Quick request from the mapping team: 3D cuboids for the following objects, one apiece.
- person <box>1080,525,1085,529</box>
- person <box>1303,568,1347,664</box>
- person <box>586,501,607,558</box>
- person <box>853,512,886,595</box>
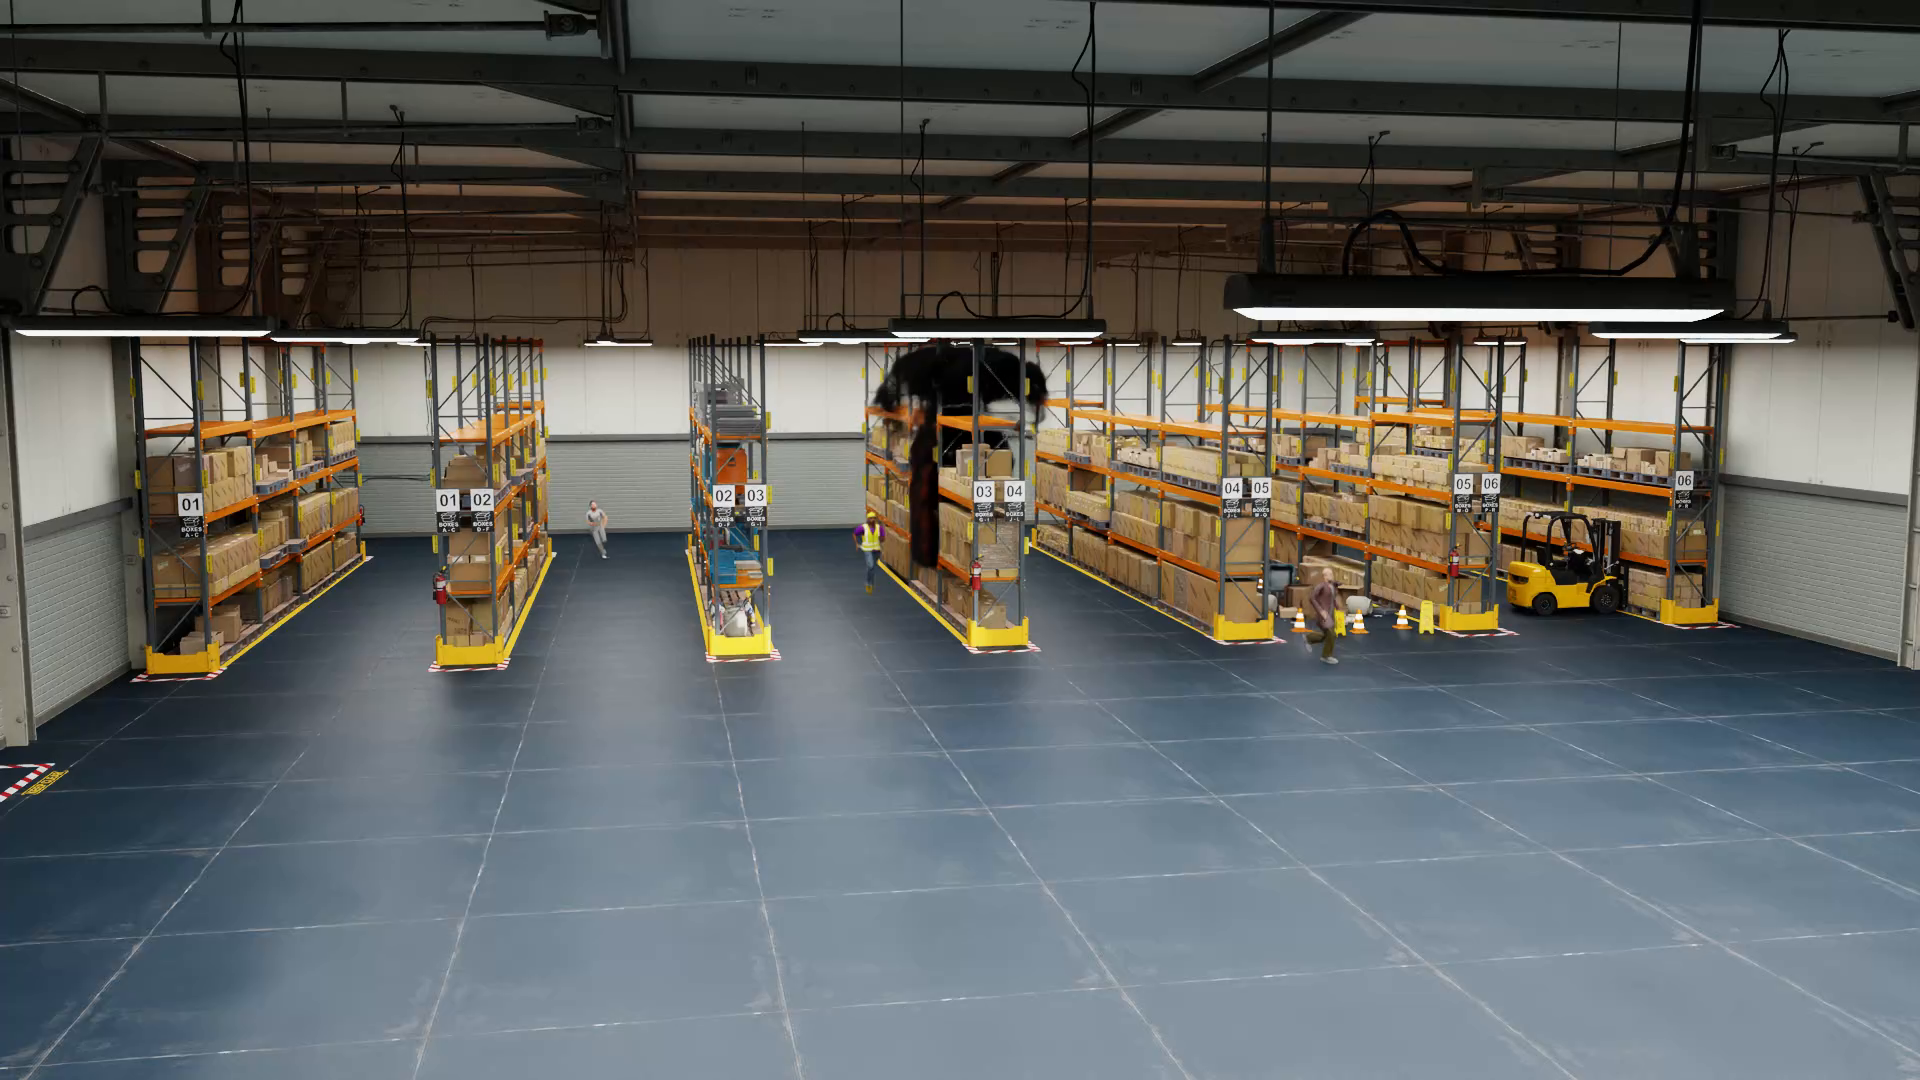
[{"bbox_3d":[3.895,-0.856,50.052,0.769,1.739,0.683,-1,7,-8],"label":"person"},{"bbox_3d":[6.624,1.375,30.560,0.796,1.737,0.695,5,8,39],"label":"person"},{"bbox_3d":[-9.940,-0.284,45.504,0.576,1.587,0.519,-2,7,-16],"label":"person"},{"bbox_3d":[-1.989,0.296,37.417,0.670,1.862,0.714,-3,7,-26],"label":"person"}]
